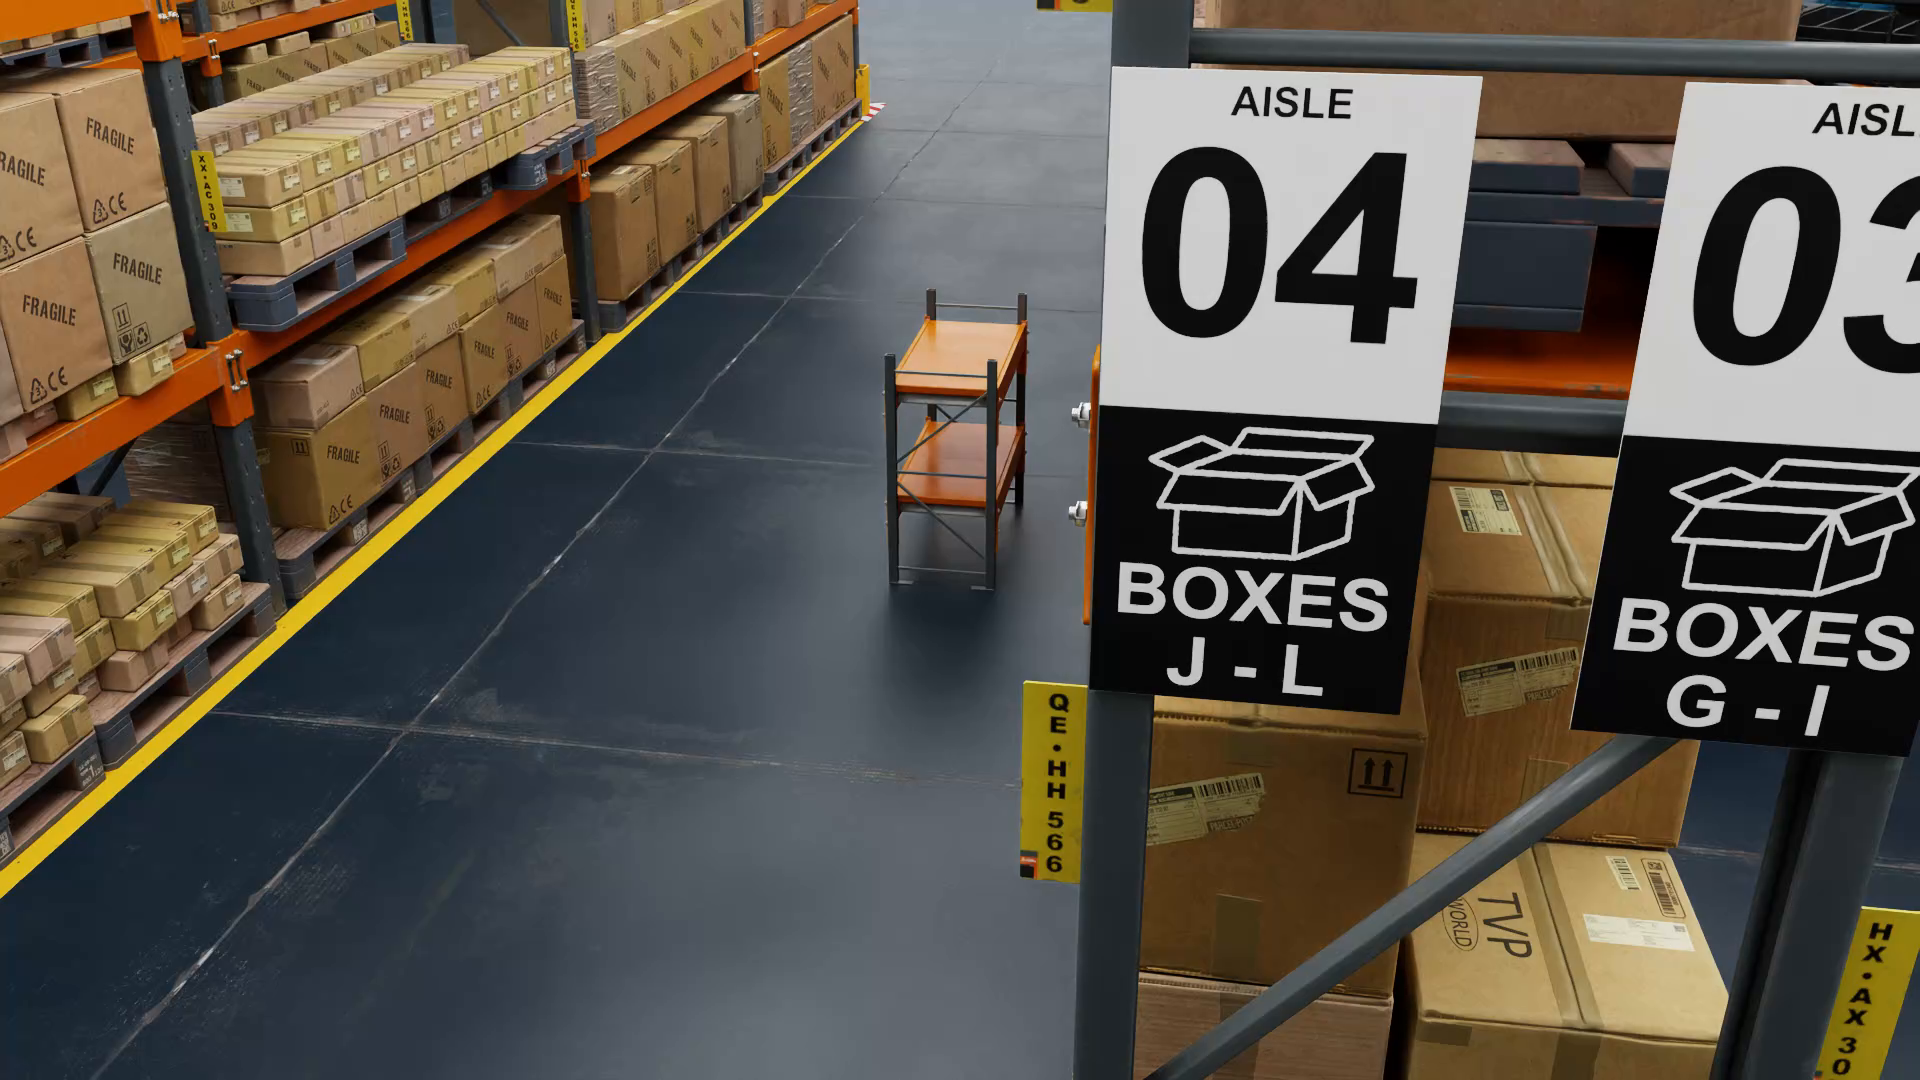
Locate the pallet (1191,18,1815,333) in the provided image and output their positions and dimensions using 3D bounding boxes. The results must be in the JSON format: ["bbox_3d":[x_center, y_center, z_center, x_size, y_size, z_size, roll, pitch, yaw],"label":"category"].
[{"bbox_3d":[0.780,-0.611,2.582,1.003,0.211,1.213,4,25,9],"label":"pallet"}]

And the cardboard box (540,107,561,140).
[{"bbox_3d":[-2.570,-2.447,9.741,0.380,0.149,0.250,4,25,8],"label":"cardboard box"}]

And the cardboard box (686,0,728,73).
[{"bbox_3d":[-2.151,-3.983,13.103,0.500,0.500,0.500,4,25,8],"label":"cardboard box"}]

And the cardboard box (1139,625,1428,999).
[{"bbox_3d":[0.490,0.390,2.819,0.500,0.500,0.500,4,25,9],"label":"cardboard box"}]

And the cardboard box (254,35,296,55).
[{"bbox_3d":[-6.622,-4.756,15.971,0.380,0.149,0.250,5,26,11],"label":"cardboard box"}]

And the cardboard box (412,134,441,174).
[{"bbox_3d":[-2.826,-1.933,8.292,0.380,0.149,0.250,4,25,8],"label":"cardboard box"}]

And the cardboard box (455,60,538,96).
[{"bbox_3d":[-2.614,-2.608,9.382,0.380,0.149,0.250,5,26,10],"label":"cardboard box"}]

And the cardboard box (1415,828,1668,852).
[{"bbox_3d":[1.092,0.552,3.358,0.500,0.250,0.500,4,25,8],"label":"cardboard box"}]

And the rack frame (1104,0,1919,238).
[{"bbox_3d":[0.669,-1.698,1.263,1.000,3.000,0.127,4,25,9],"label":"rack frame"}]

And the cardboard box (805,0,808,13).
[{"bbox_3d":[-1.938,-5.287,15.830,0.875,0.550,0.500,4,25,9],"label":"cardboard box"}]

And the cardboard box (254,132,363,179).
[{"bbox_3d":[-2.952,-1.743,7.534,0.380,0.149,0.250,4,25,9],"label":"cardboard box"}]

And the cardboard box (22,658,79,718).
[{"bbox_3d":[-3.510,0.513,6.132,0.380,0.149,0.250,5,25,10],"label":"cardboard box"}]

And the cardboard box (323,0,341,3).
[{"bbox_3d":[-6.483,-5.535,16.832,0.380,0.149,0.250,4,25,8],"label":"cardboard box"}]

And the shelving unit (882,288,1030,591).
[{"bbox_3d":[-0.001,-0.507,8.005,0.538,1.125,1.048,4,25,9],"label":"shelving unit"}]

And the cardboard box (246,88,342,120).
[{"bbox_3d":[-3.424,-2.225,8.565,0.380,0.149,0.250,4,25,8],"label":"cardboard box"}]

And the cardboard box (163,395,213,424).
[{"bbox_3d":[-3.682,-0.767,7.918,0.500,0.250,0.500,3,25,7],"label":"cardboard box"}]

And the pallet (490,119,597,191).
[{"bbox_3d":[-2.912,-2.321,9.896,1.213,0.211,1.003,4,25,9],"label":"pallet"}]

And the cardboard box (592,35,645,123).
[{"bbox_3d":[-2.480,-3.140,11.302,0.500,0.500,0.500,4,25,8],"label":"cardboard box"}]

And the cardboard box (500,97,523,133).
[{"bbox_3d":[-2.655,-2.359,9.202,0.380,0.149,0.250,4,25,9],"label":"cardboard box"}]

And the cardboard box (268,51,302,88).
[{"bbox_3d":[-6.708,-4.424,16.026,0.500,0.500,0.500,5,26,11],"label":"cardboard box"}]

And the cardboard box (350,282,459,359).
[{"bbox_3d":[-3.000,-1.164,8.768,0.500,0.250,0.500,5,26,11],"label":"cardboard box"}]

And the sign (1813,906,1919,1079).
[{"bbox_3d":[1.216,0.632,2.247,0.100,0.325,0.005,4,25,9],"label":"sign"}]

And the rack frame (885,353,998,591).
[{"bbox_3d":[-0.084,-0.294,7.551,0.500,1.125,0.032,4,25,9],"label":"rack frame"}]

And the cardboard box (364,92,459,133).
[{"bbox_3d":[-2.785,-2.173,8.452,0.380,0.149,0.250,5,26,10],"label":"cardboard box"}]

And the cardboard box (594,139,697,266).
[{"bbox_3d":[-2.572,-2.499,12.208,1.050,0.750,0.750,4,25,9],"label":"cardboard box"}]

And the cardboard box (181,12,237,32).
[{"bbox_3d":[-6.778,-4.682,15.011,0.380,0.149,0.250,4,25,8],"label":"cardboard box"}]

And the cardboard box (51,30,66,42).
[{"bbox_3d":[-7.284,-4.000,13.058,0.380,0.149,0.250,3,25,7],"label":"cardboard box"}]

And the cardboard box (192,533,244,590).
[{"bbox_3d":[-3.292,0.080,7.057,0.380,0.149,0.250,5,25,10],"label":"cardboard box"}]

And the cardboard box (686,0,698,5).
[{"bbox_3d":[-2.404,-4.461,12.944,0.700,0.500,0.500,4,25,8],"label":"cardboard box"}]

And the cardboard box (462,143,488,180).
[{"bbox_3d":[-2.742,-2.015,8.818,0.380,0.149,0.250,5,26,10],"label":"cardboard box"}]

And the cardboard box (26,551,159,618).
[{"bbox_3d":[-3.391,0.173,6.509,0.380,0.149,0.250,4,25,8],"label":"cardboard box"}]

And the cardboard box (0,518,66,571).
[{"bbox_3d":[-3.918,0.032,6.808,0.380,0.149,0.250,5,26,11],"label":"cardboard box"}]

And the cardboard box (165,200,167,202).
[{"bbox_3d":[-3.684,-1.431,7.219,0.380,0.149,0.250,5,26,10],"label":"cardboard box"}]

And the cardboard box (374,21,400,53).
[{"bbox_3d":[-6.366,-5.291,17.879,0.500,0.500,0.500,4,25,9],"label":"cardboard box"}]

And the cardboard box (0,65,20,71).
[{"bbox_3d":[-3.868,-1.501,6.270,0.500,0.500,0.500,5,25,10],"label":"cardboard box"}]

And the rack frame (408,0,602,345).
[{"bbox_3d":[-2.900,-2.713,10.508,1.000,3.000,0.127,4,25,9],"label":"rack frame"}]

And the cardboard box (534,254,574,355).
[{"bbox_3d":[-2.750,-1.478,10.322,0.500,0.500,0.500,4,25,8],"label":"cardboard box"}]

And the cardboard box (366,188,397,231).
[{"bbox_3d":[-2.909,-1.575,7.877,0.380,0.149,0.250,4,25,9],"label":"cardboard box"}]

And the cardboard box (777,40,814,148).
[{"bbox_3d":[-1.931,-4.249,15.801,0.875,0.875,0.875,4,25,9],"label":"cardboard box"}]

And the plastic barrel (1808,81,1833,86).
[{"bbox_3d":[8.138,-4.113,15.937,0.421,0.512,0.421,0,25,0],"label":"plastic barrel"}]

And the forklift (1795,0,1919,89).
[{"bbox_3d":[3.875,-1.281,7.529,1.130,2.935,3.031,20,31,36],"label":"forklift"}]

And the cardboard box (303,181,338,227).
[{"bbox_3d":[-2.995,-1.493,7.350,0.380,0.149,0.250,4,25,7],"label":"cardboard box"}]

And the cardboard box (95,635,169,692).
[{"bbox_3d":[-3.386,0.466,6.583,0.380,0.149,0.250,3,25,7],"label":"cardboard box"}]

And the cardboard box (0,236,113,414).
[{"bbox_3d":[-3.440,-0.781,5.911,0.500,0.500,0.500,3,25,7],"label":"cardboard box"}]

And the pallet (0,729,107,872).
[{"bbox_3d":[-3.826,1.018,5.826,1.003,0.211,1.213,4,25,9],"label":"pallet"}]

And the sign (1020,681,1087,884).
[{"bbox_3d":[0.136,0.344,2.332,0.100,0.325,0.005,4,25,9],"label":"sign"}]

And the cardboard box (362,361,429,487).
[{"bbox_3d":[-3.087,-0.610,8.468,0.500,0.500,0.500,5,26,11],"label":"cardboard box"}]

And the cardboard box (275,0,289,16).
[{"bbox_3d":[-6.688,-5.119,15.945,0.380,0.149,0.250,4,25,8],"label":"cardboard box"}]

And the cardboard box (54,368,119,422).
[{"bbox_3d":[-3.407,-0.568,6.221,0.380,0.149,0.250,5,26,11],"label":"cardboard box"}]

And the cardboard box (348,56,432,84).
[{"bbox_3d":[-3.253,-2.664,9.502,0.380,0.149,0.250,4,25,8],"label":"cardboard box"}]

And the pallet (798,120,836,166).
[{"bbox_3d":[-1.848,-3.947,16.434,1.003,0.211,1.213,4,25,9],"label":"pallet"}]

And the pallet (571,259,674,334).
[{"bbox_3d":[-2.697,-1.775,11.792,1.003,0.211,1.213,4,25,9],"label":"pallet"}]

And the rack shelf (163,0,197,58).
[{"bbox_3d":[-3.227,-2.909,8.237,1.077,0.370,4.000,4,25,9],"label":"rack shelf"}]

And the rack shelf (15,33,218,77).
[{"bbox_3d":[-7.473,-3.524,13.090,1.077,0.370,4.000,4,25,9],"label":"rack shelf"}]

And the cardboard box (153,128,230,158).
[{"bbox_3d":[-3.594,-1.788,7.630,0.380,0.149,0.250,3,25,7],"label":"cardboard box"}]

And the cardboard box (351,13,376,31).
[{"bbox_3d":[-6.360,-5.426,17.403,0.380,0.149,0.250,5,26,10],"label":"cardboard box"}]

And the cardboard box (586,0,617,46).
[{"bbox_3d":[-2.736,-3.610,11.126,0.700,0.500,0.500,4,25,8],"label":"cardboard box"}]
